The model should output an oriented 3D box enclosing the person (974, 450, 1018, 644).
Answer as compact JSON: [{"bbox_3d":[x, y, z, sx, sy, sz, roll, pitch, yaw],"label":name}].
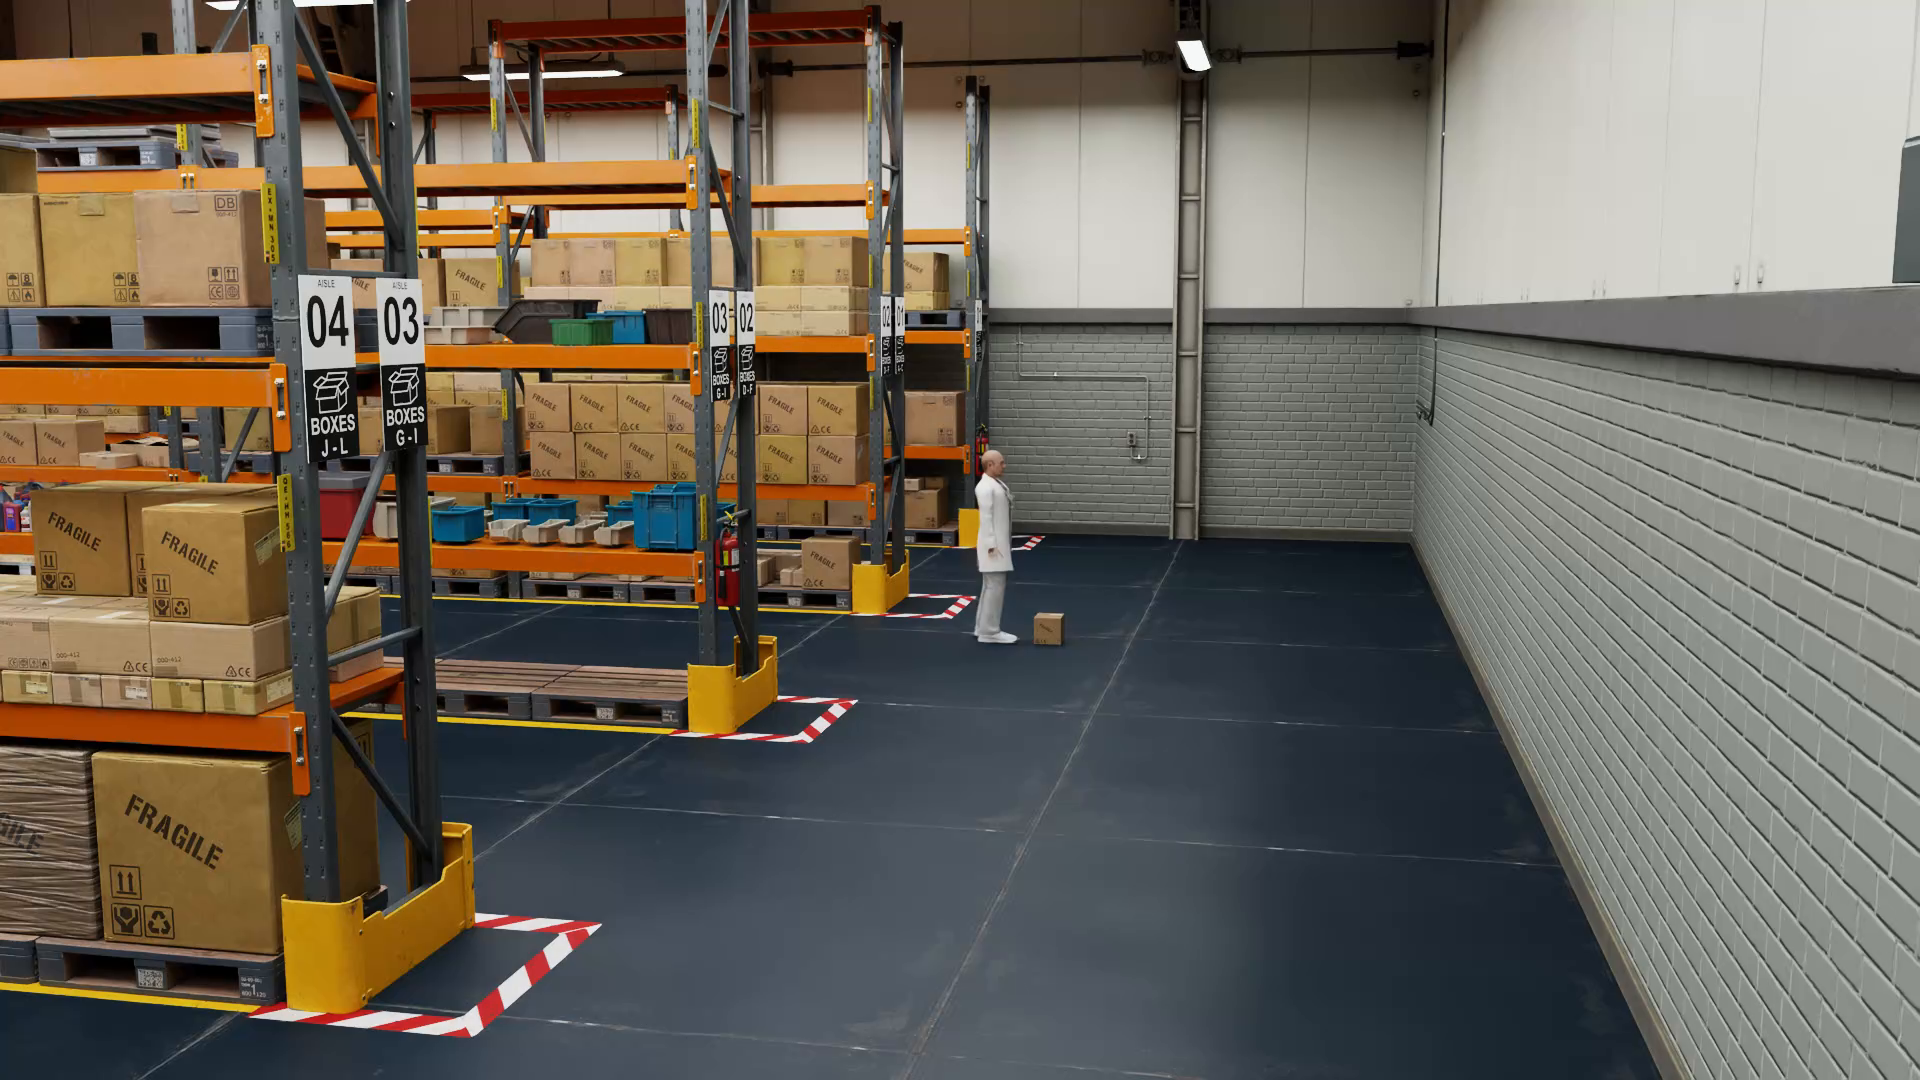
[{"bbox_3d":[0.336,0.064,15.460,0.465,1.795,0.565,2,8,12],"label":"person"}]
